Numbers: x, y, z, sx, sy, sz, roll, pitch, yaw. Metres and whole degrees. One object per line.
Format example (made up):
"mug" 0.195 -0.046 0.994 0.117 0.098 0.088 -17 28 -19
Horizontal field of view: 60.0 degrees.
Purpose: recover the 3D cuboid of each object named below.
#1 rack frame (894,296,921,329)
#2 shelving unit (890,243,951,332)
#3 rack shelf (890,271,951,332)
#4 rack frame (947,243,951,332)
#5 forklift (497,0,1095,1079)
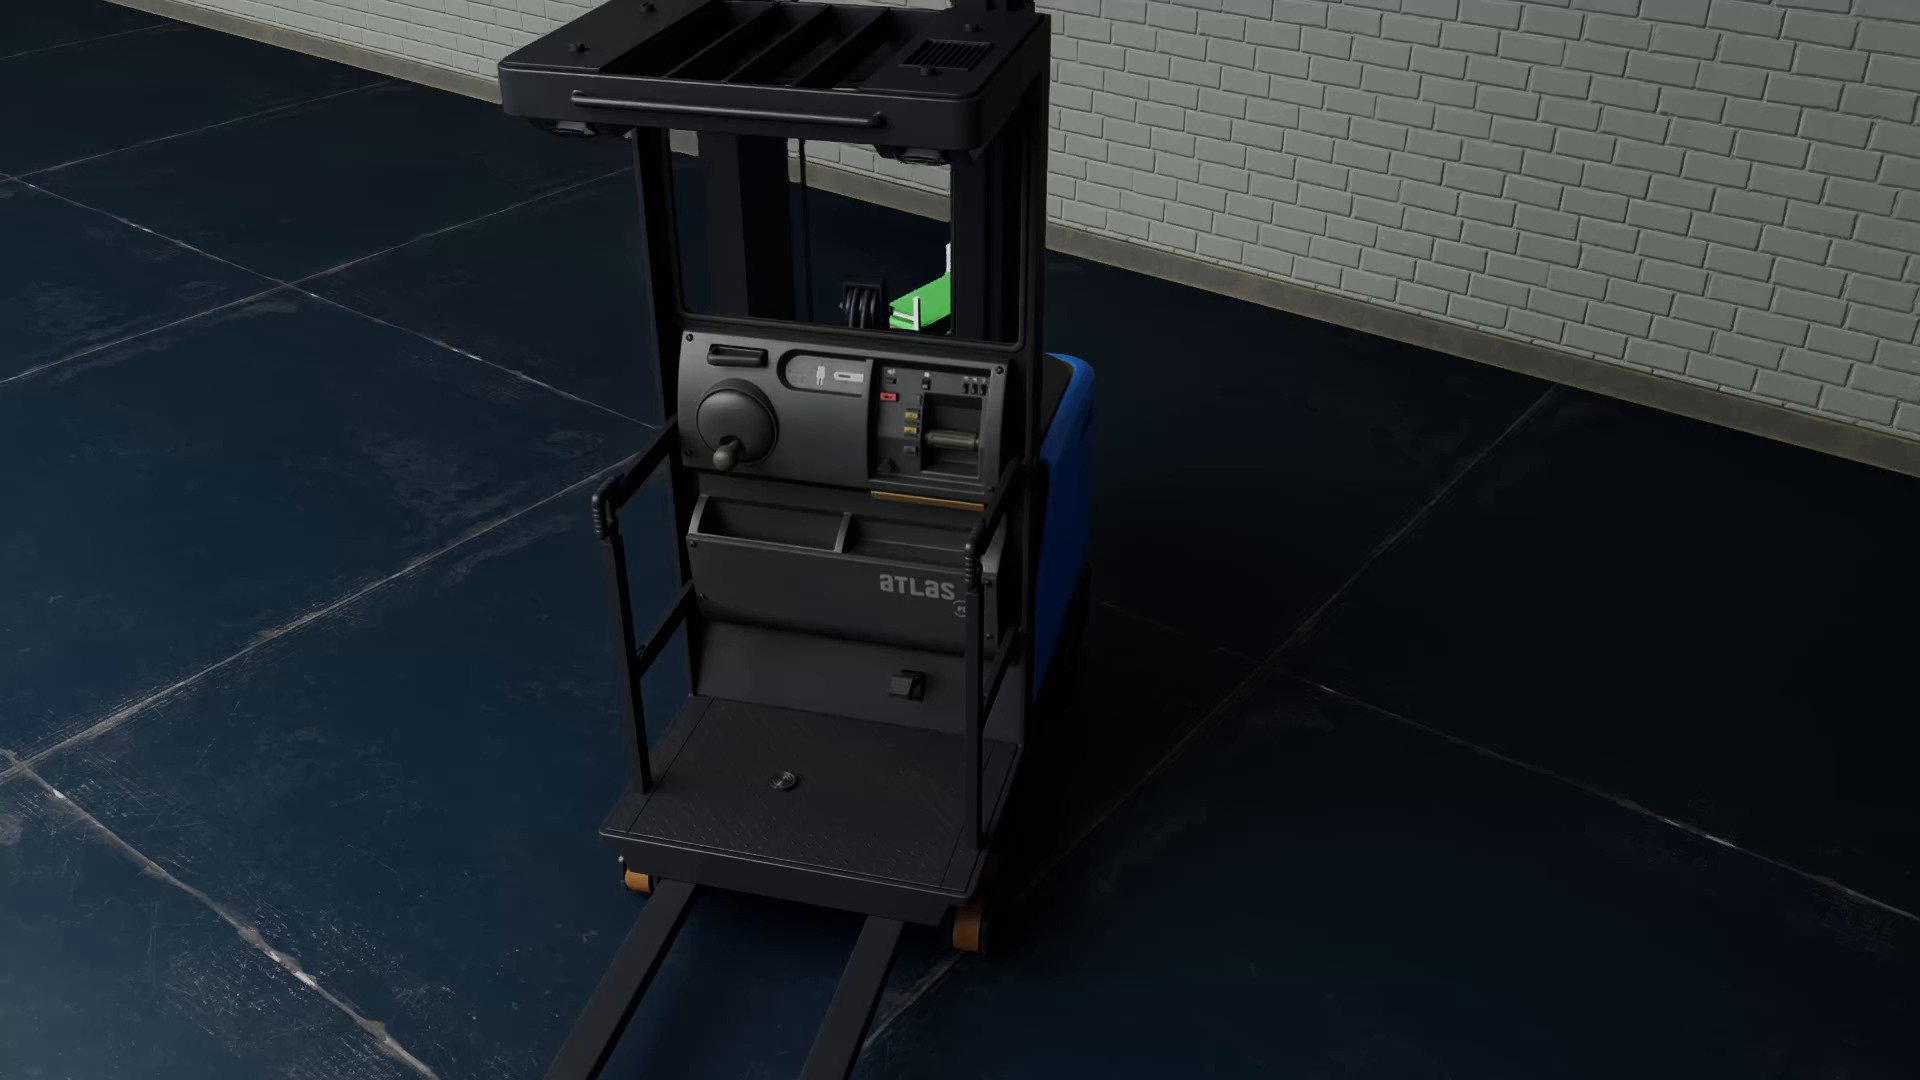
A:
"rack frame" -0.238 -0.370 6.197 0.240 1.200 0.015 21 36 31
"shelving unit" -0.093 -0.470 6.366 0.258 1.200 0.503 21 36 31
"rack shelf" -0.093 -0.828 6.154 0.258 0.148 0.480 21 36 31
"rack frame" 0.052 -0.570 6.535 0.240 1.200 0.015 21 36 31
"forklift" -0.379 -0.300 4.381 1.130 2.935 3.031 7 31 12
